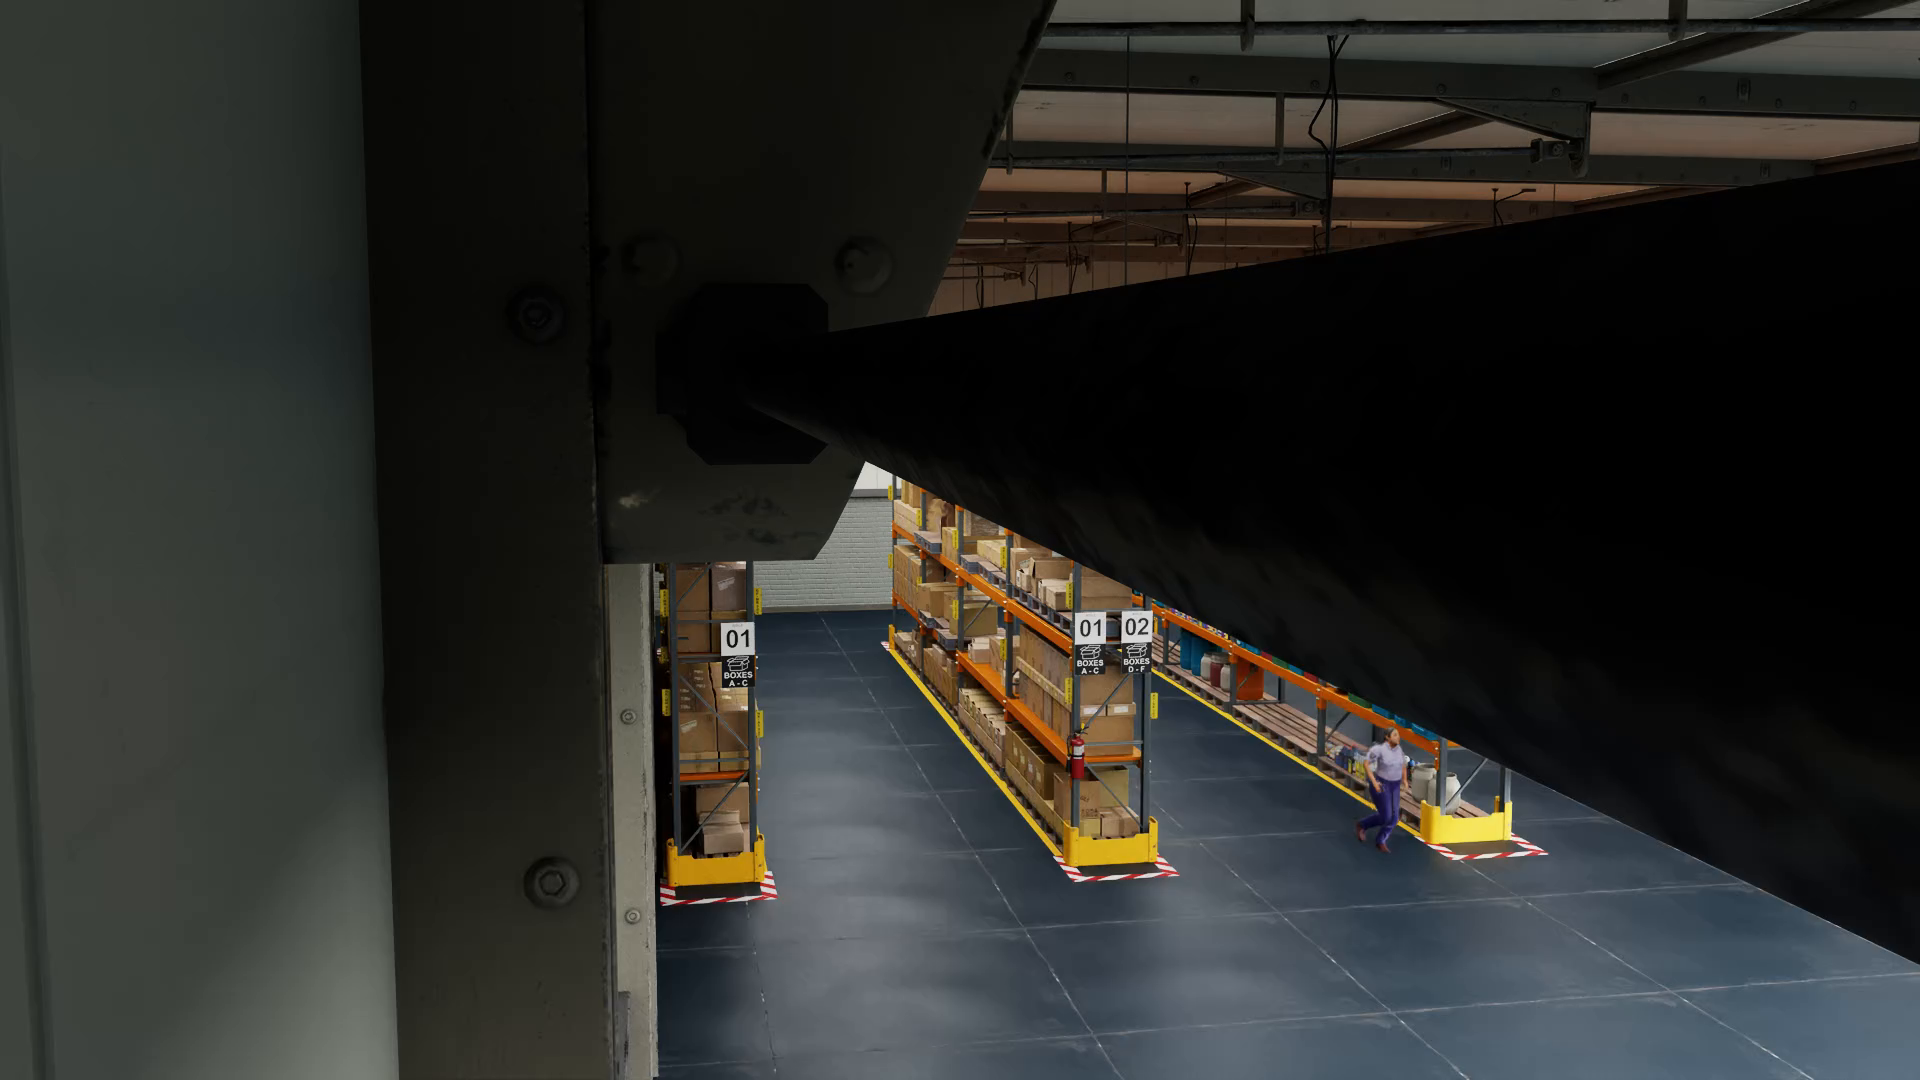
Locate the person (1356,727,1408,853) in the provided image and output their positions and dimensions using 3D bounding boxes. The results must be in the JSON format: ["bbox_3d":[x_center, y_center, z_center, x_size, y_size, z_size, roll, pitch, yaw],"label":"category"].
[{"bbox_3d":[5.533,3.233,21.608,0.634,1.628,0.541,-4,7,-31],"label":"person"}]
